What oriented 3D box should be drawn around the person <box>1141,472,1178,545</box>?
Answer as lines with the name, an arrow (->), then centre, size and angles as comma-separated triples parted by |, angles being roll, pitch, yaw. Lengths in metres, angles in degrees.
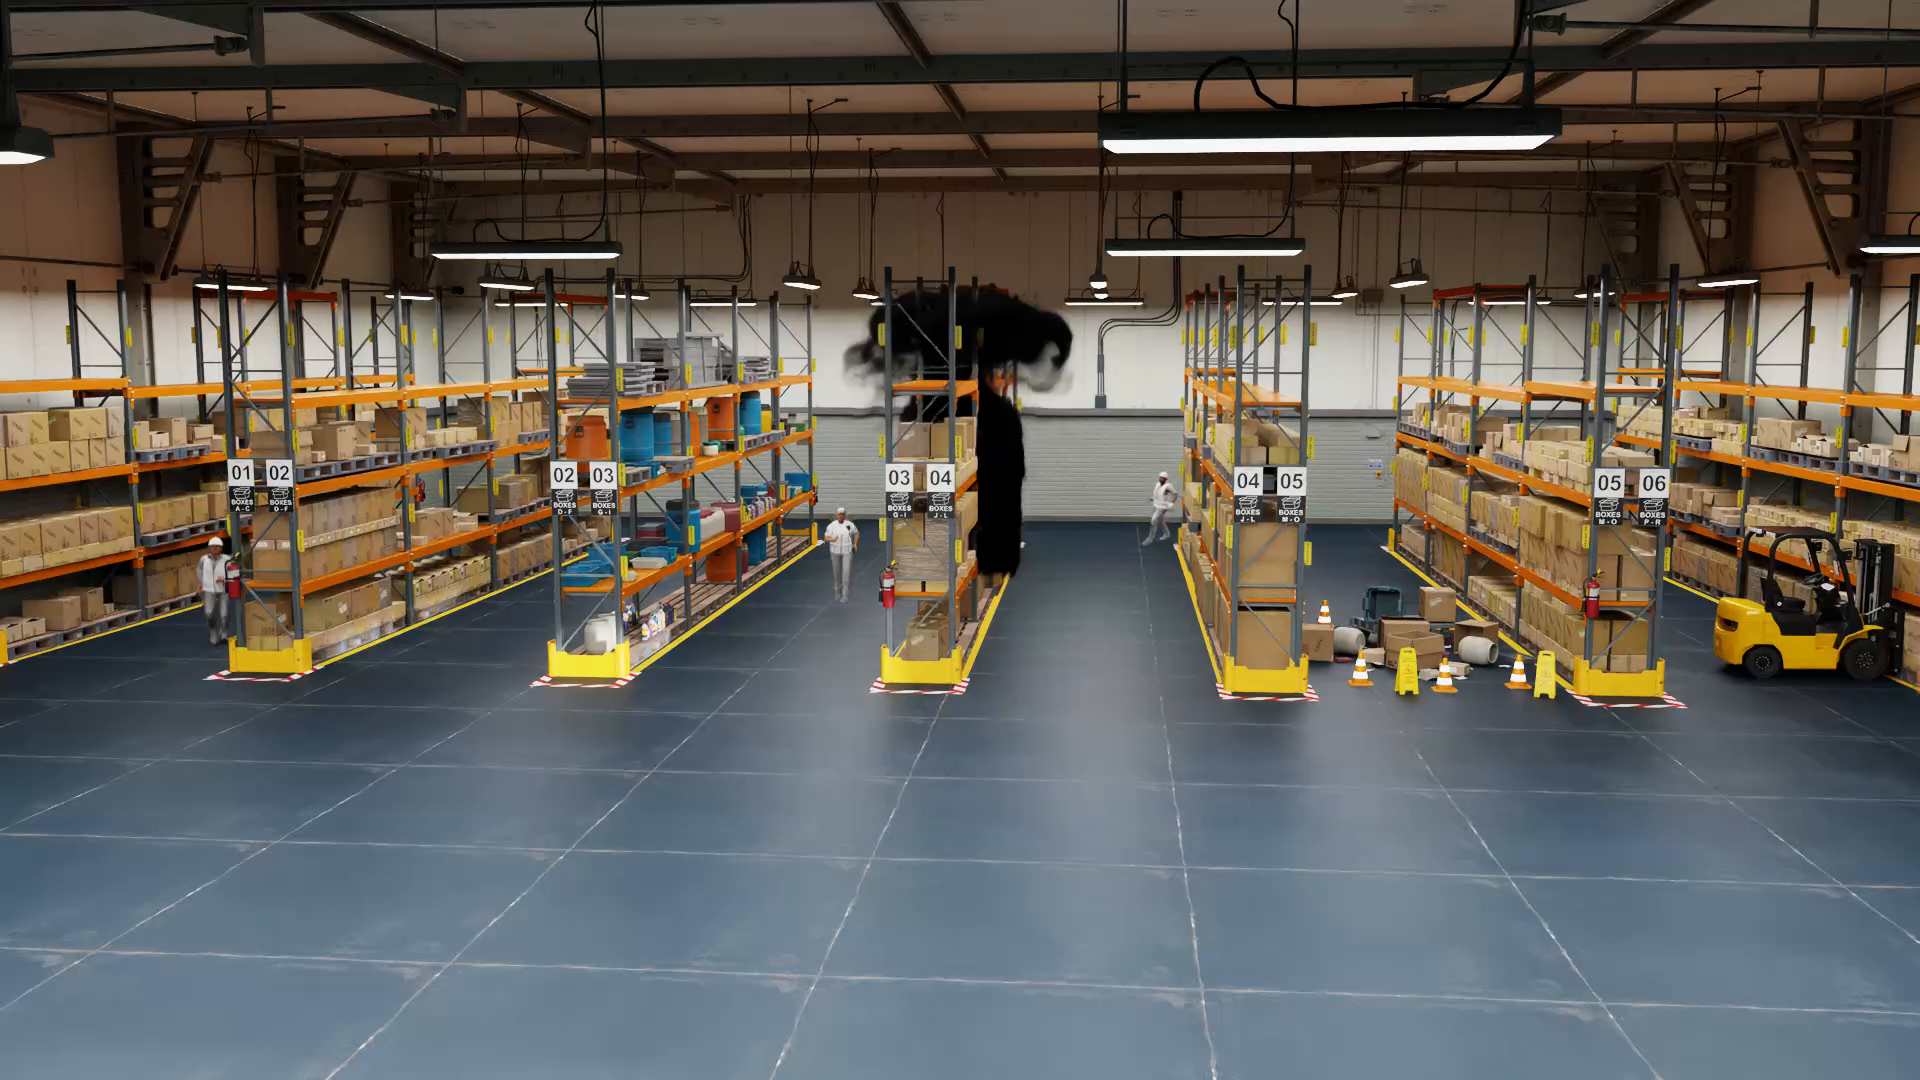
person -> 4.854, -0.769, 40.264 | 0.911, 1.785, 0.742 | -3, 8, -24

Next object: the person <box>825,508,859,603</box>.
person -> -2.122, 0.270, 29.833 | 0.607, 1.709, 0.880 | 0, 7, 0

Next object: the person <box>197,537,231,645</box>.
person -> -12.150, 0.833, 27.178 | 0.626, 1.766, 0.777 | -2, 7, -17
